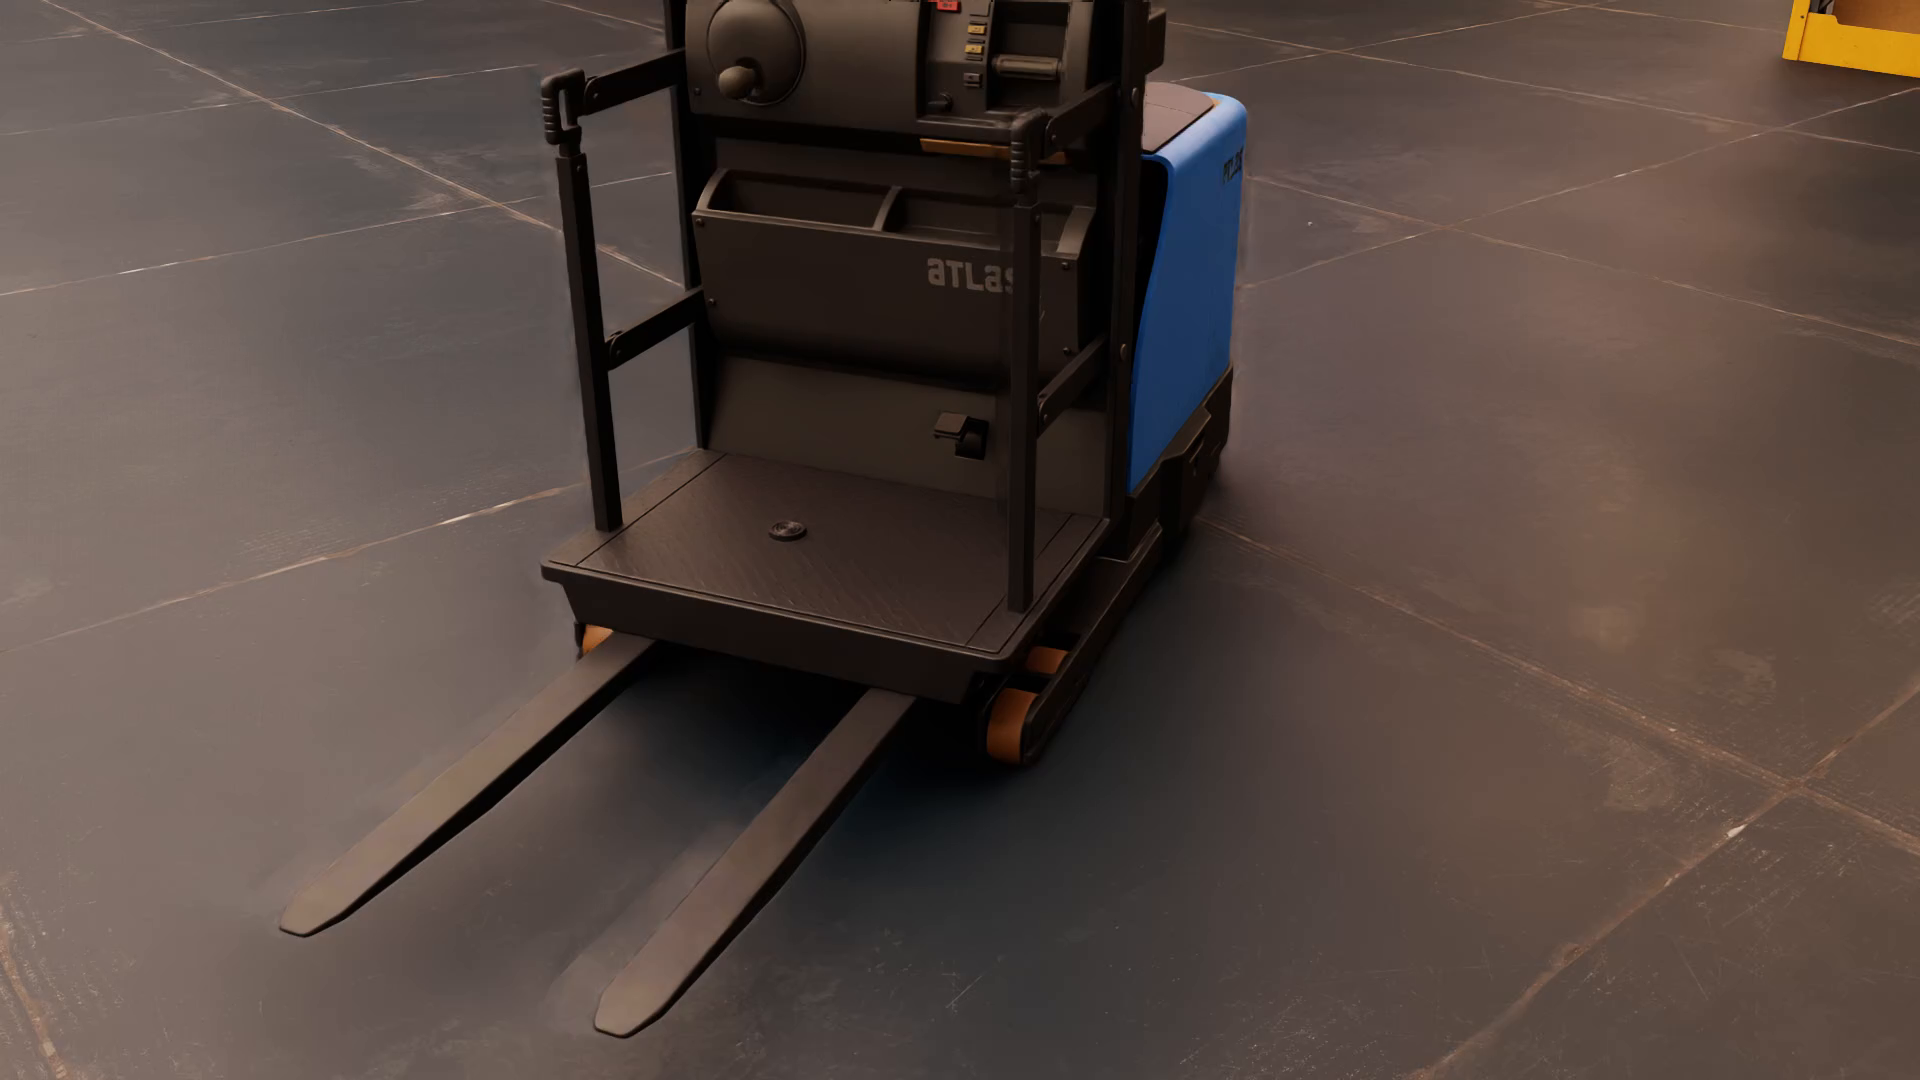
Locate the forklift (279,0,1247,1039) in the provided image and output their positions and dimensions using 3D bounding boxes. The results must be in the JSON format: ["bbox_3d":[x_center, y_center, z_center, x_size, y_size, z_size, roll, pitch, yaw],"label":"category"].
[{"bbox_3d":[-0.234,-1.045,3.310,1.130,2.935,3.031,10,28,20],"label":"forklift"}]
